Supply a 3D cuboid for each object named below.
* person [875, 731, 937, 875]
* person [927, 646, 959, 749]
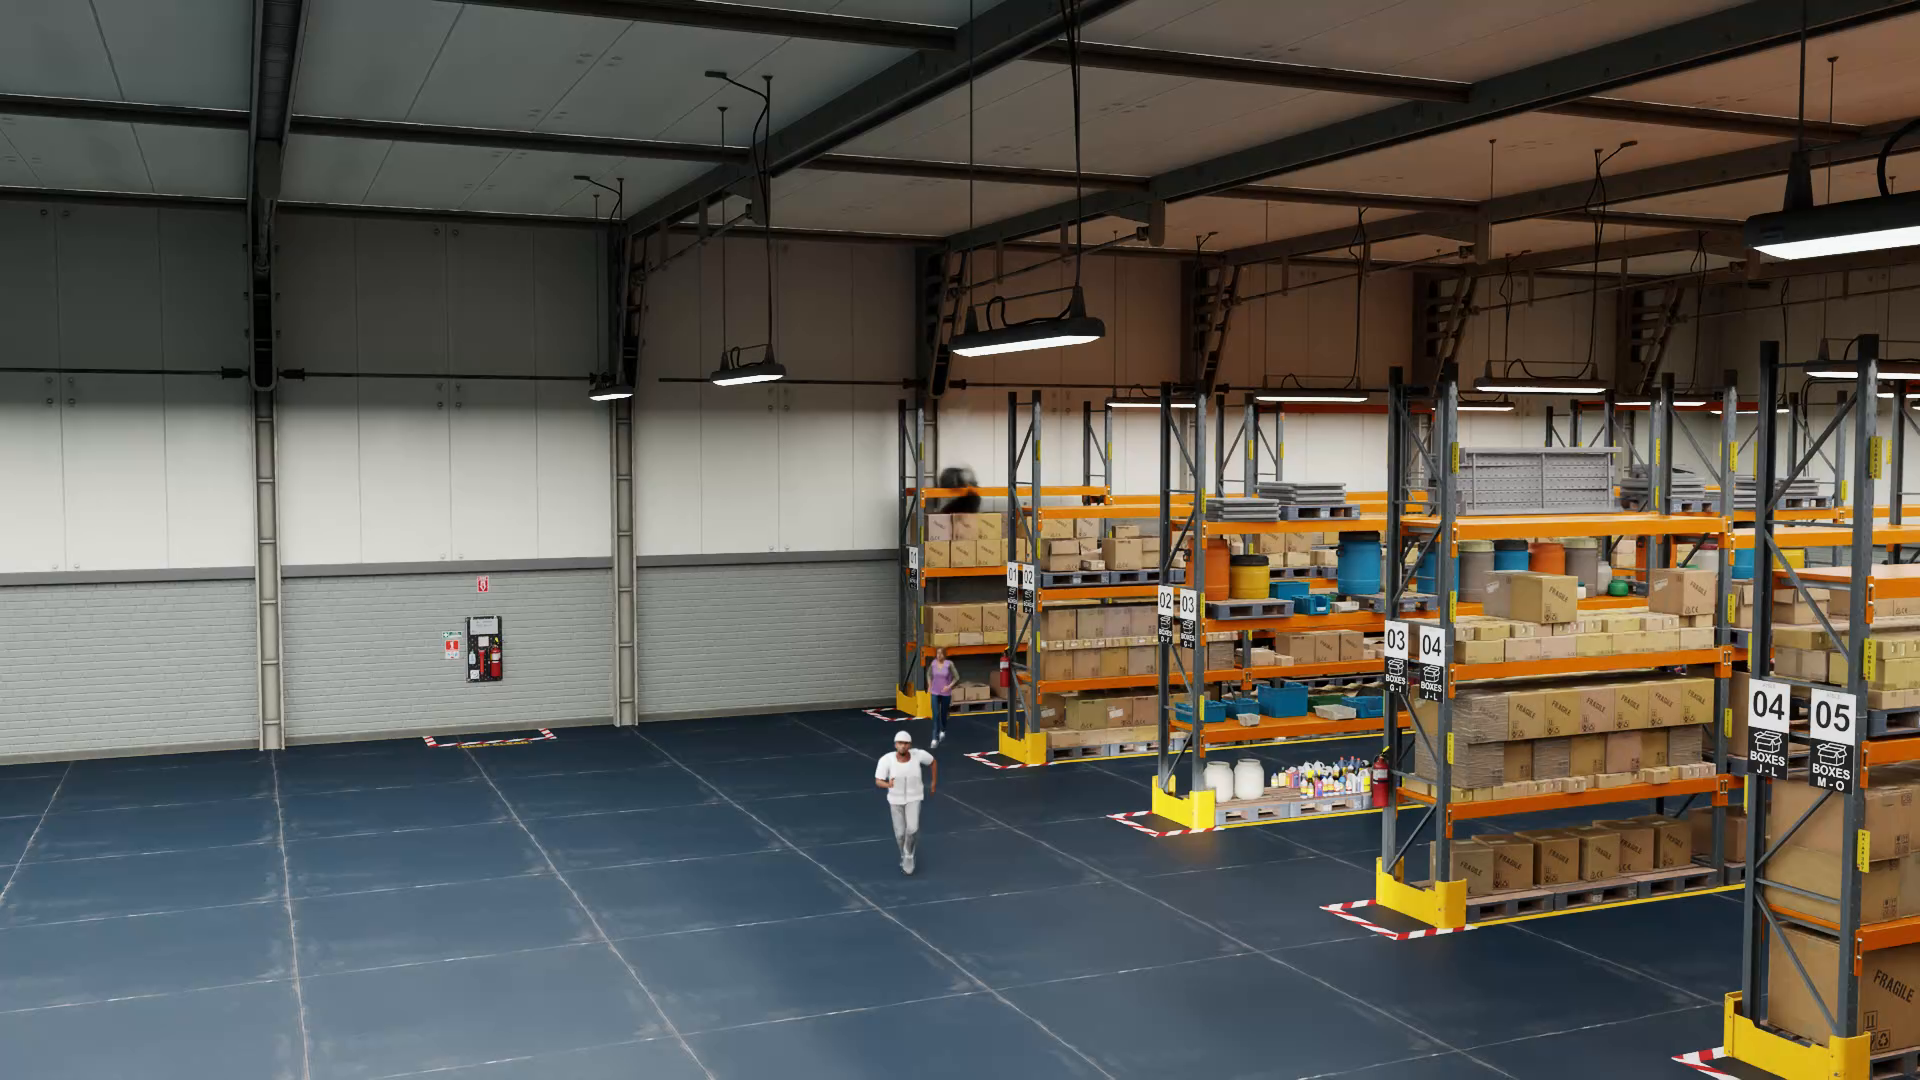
[{"bbox_3d":[-0.638,3.119,19.814,0.736,1.731,0.791,0,3,-1],"label":"person"},{"bbox_3d":[-0.276,2.517,26.914,0.549,1.623,0.699,1,3,9],"label":"person"}]
